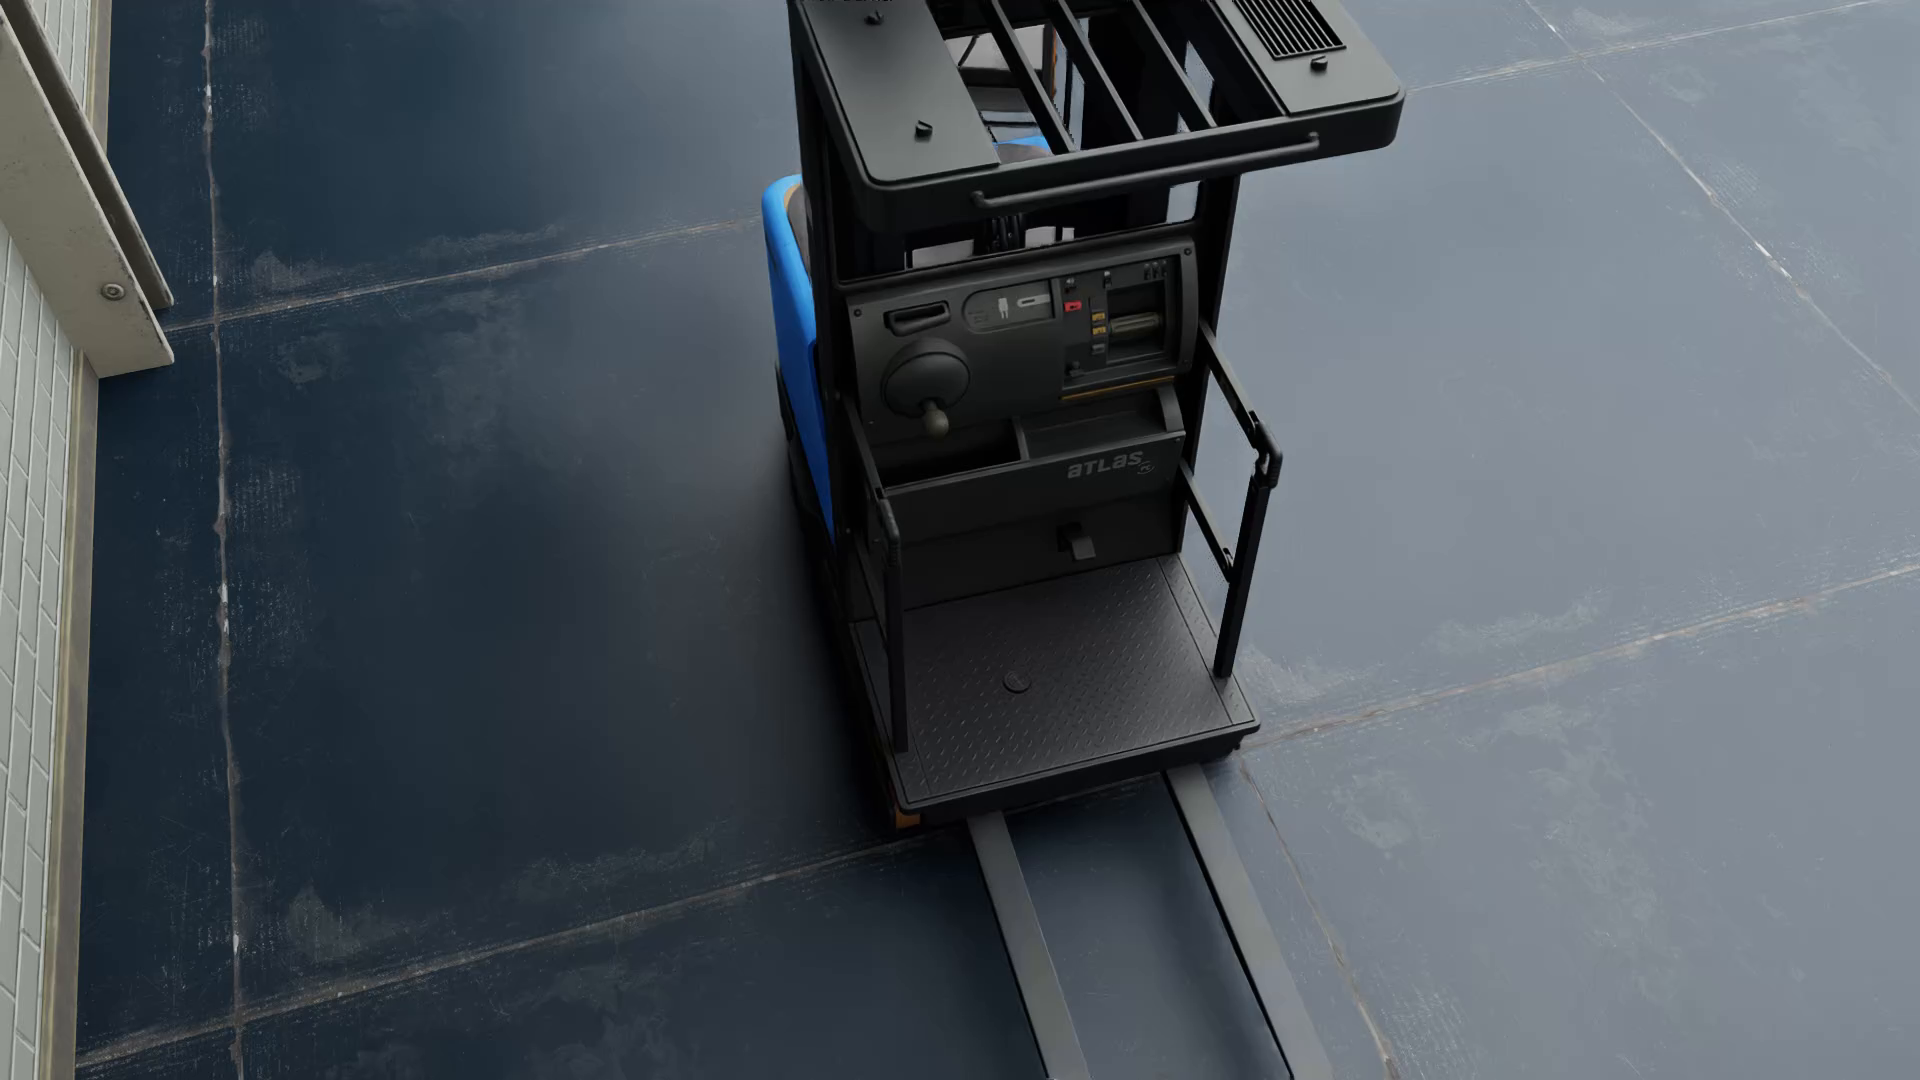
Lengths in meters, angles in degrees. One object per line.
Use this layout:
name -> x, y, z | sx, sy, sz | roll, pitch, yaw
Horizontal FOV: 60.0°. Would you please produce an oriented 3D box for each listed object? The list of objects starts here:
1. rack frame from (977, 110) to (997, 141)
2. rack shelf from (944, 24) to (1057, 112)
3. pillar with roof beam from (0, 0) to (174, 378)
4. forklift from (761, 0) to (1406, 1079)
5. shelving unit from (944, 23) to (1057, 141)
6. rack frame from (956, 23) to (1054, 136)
rack frame -> 0.129, -1.761, 5.861 | 0.400, 2.100, 0.015 | 3, 50, 2
rack shelf -> 0.114, -1.566, 5.714 | 0.431, 0.518, 0.480 | 3, 50, 2
pillar with roof beam -> 0.920, -4.654, 3.788 | 9.100, 9.000, 0.400 | -13, 51, -11
forklift -> 0.233, -0.419, 4.186 | 1.130, 2.935, 3.031 | -12, 51, -10
shelving unit -> 0.114, -1.575, 5.704 | 0.431, 2.100, 0.503 | 3, 50, 2
rack frame -> 0.098, -1.389, 5.547 | 0.400, 2.100, 0.015 | 3, 50, 2
